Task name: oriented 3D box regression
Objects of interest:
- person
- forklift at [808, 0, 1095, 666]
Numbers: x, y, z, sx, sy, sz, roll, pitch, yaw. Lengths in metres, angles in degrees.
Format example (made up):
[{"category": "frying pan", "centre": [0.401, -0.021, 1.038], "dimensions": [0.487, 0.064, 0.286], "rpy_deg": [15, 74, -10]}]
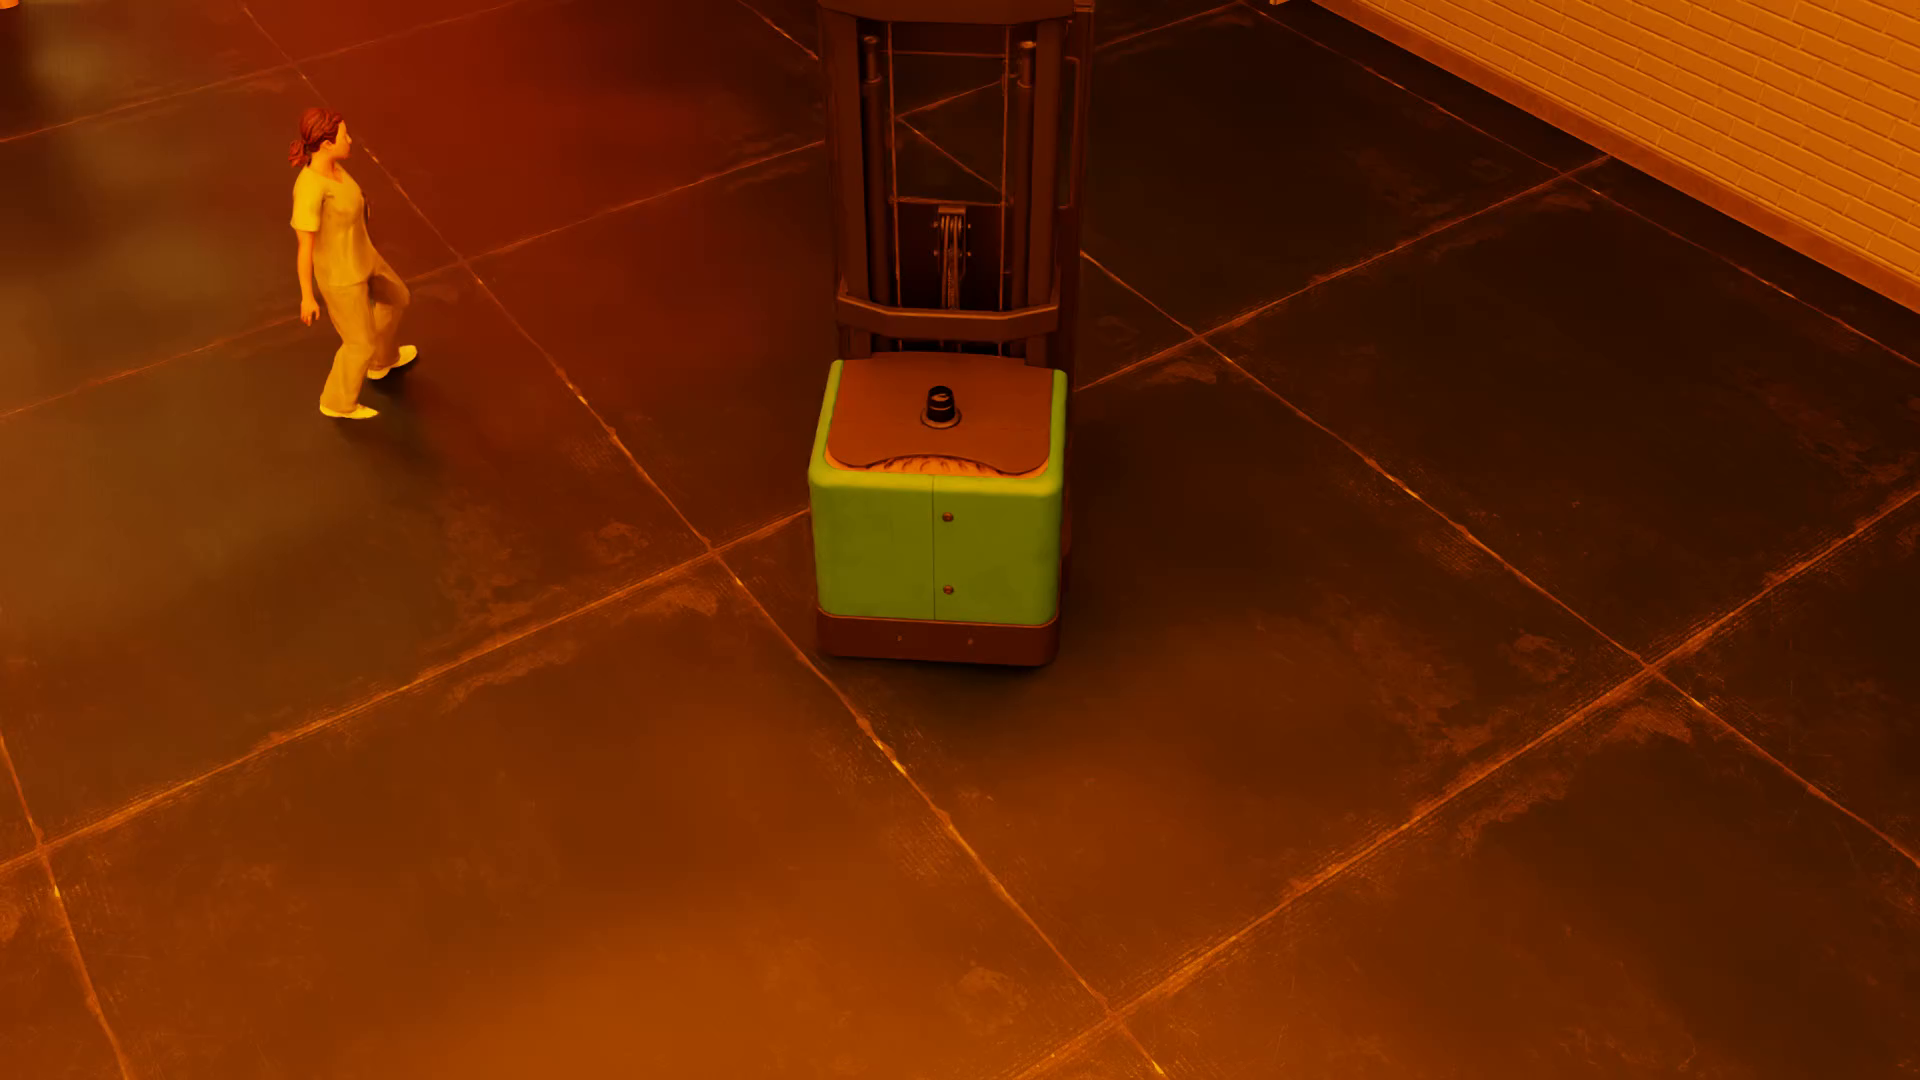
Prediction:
[{"category": "person", "centre": [-3.062, -1.324, 8.160], "dimensions": [0.459, 1.651, 0.801], "rpy_deg": [2, 43, 2]}, {"category": "forklift", "centre": [0.001, -1.524, 7.369], "dimensions": [1.130, 2.935, 3.031], "rpy_deg": [3, 43, 3]}]
